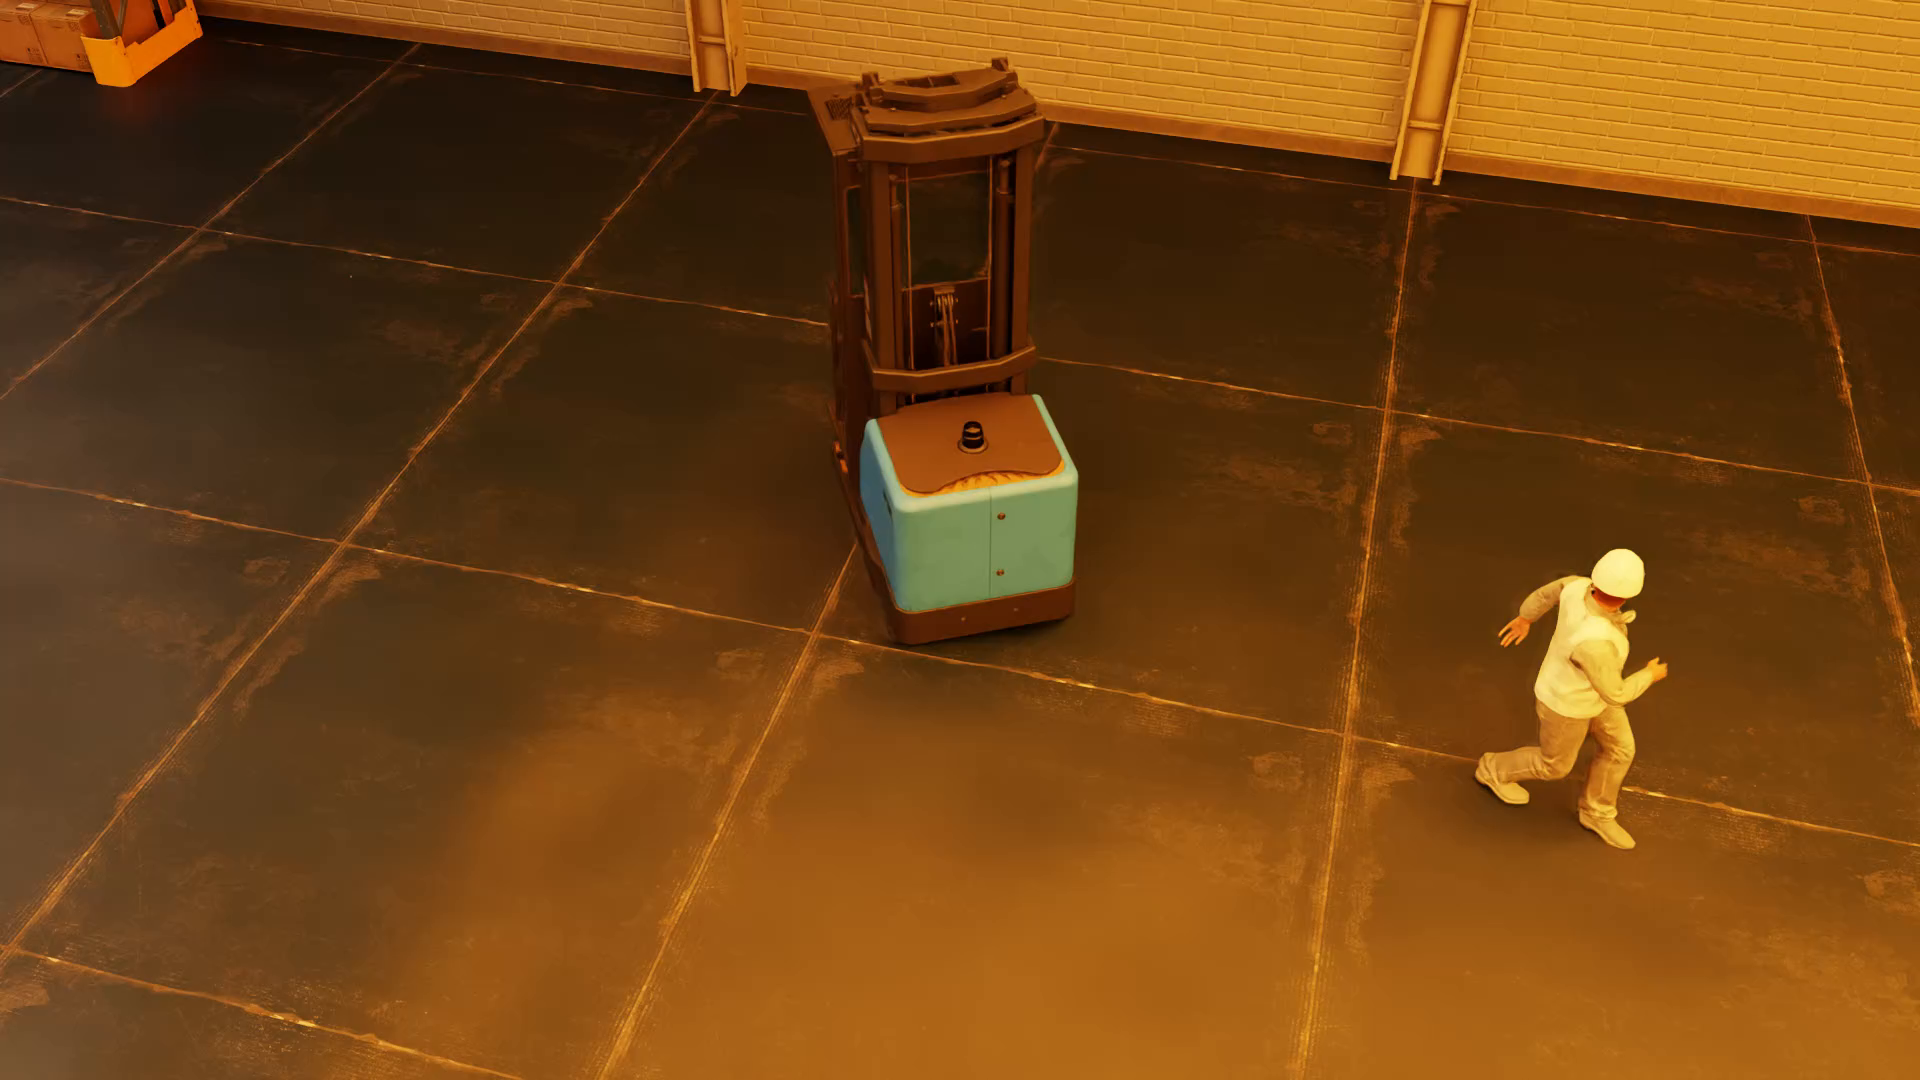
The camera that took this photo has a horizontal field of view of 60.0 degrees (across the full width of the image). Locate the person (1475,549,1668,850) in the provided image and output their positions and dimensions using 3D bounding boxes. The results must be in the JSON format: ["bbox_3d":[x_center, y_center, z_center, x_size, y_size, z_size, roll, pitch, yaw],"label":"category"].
[{"bbox_3d":[3.000,0.722,7.992,0.950,1.708,0.554,23,46,24],"label":"person"}]

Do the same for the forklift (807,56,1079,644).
[{"bbox_3d":[-0.209,-1.501,9.573,1.130,2.935,3.031,-10,42,-11],"label":"forklift"}]
